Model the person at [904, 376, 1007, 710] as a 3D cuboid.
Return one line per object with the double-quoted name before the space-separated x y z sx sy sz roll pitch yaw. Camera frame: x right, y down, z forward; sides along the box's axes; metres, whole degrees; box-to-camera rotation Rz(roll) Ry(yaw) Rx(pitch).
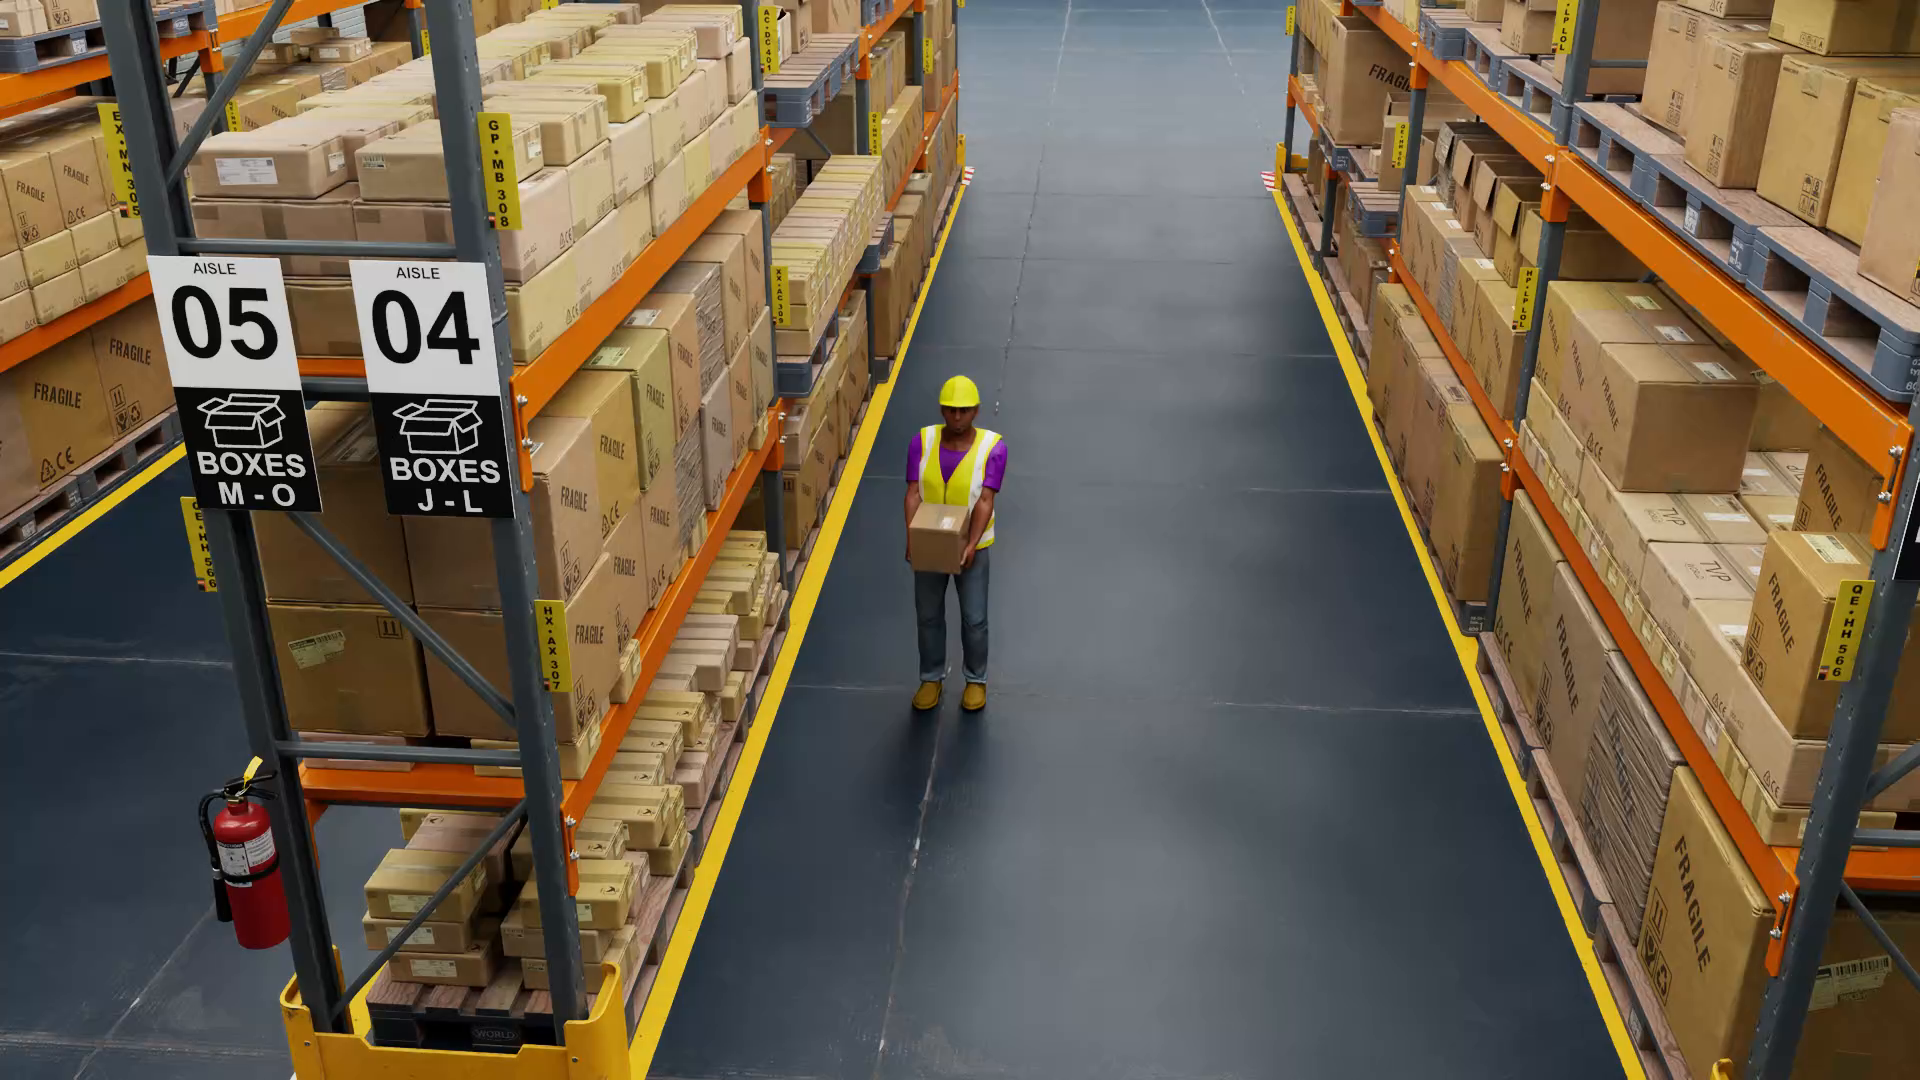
"person" -0.044 0.057 8.456 0.504 1.760 0.585 5 25 11
